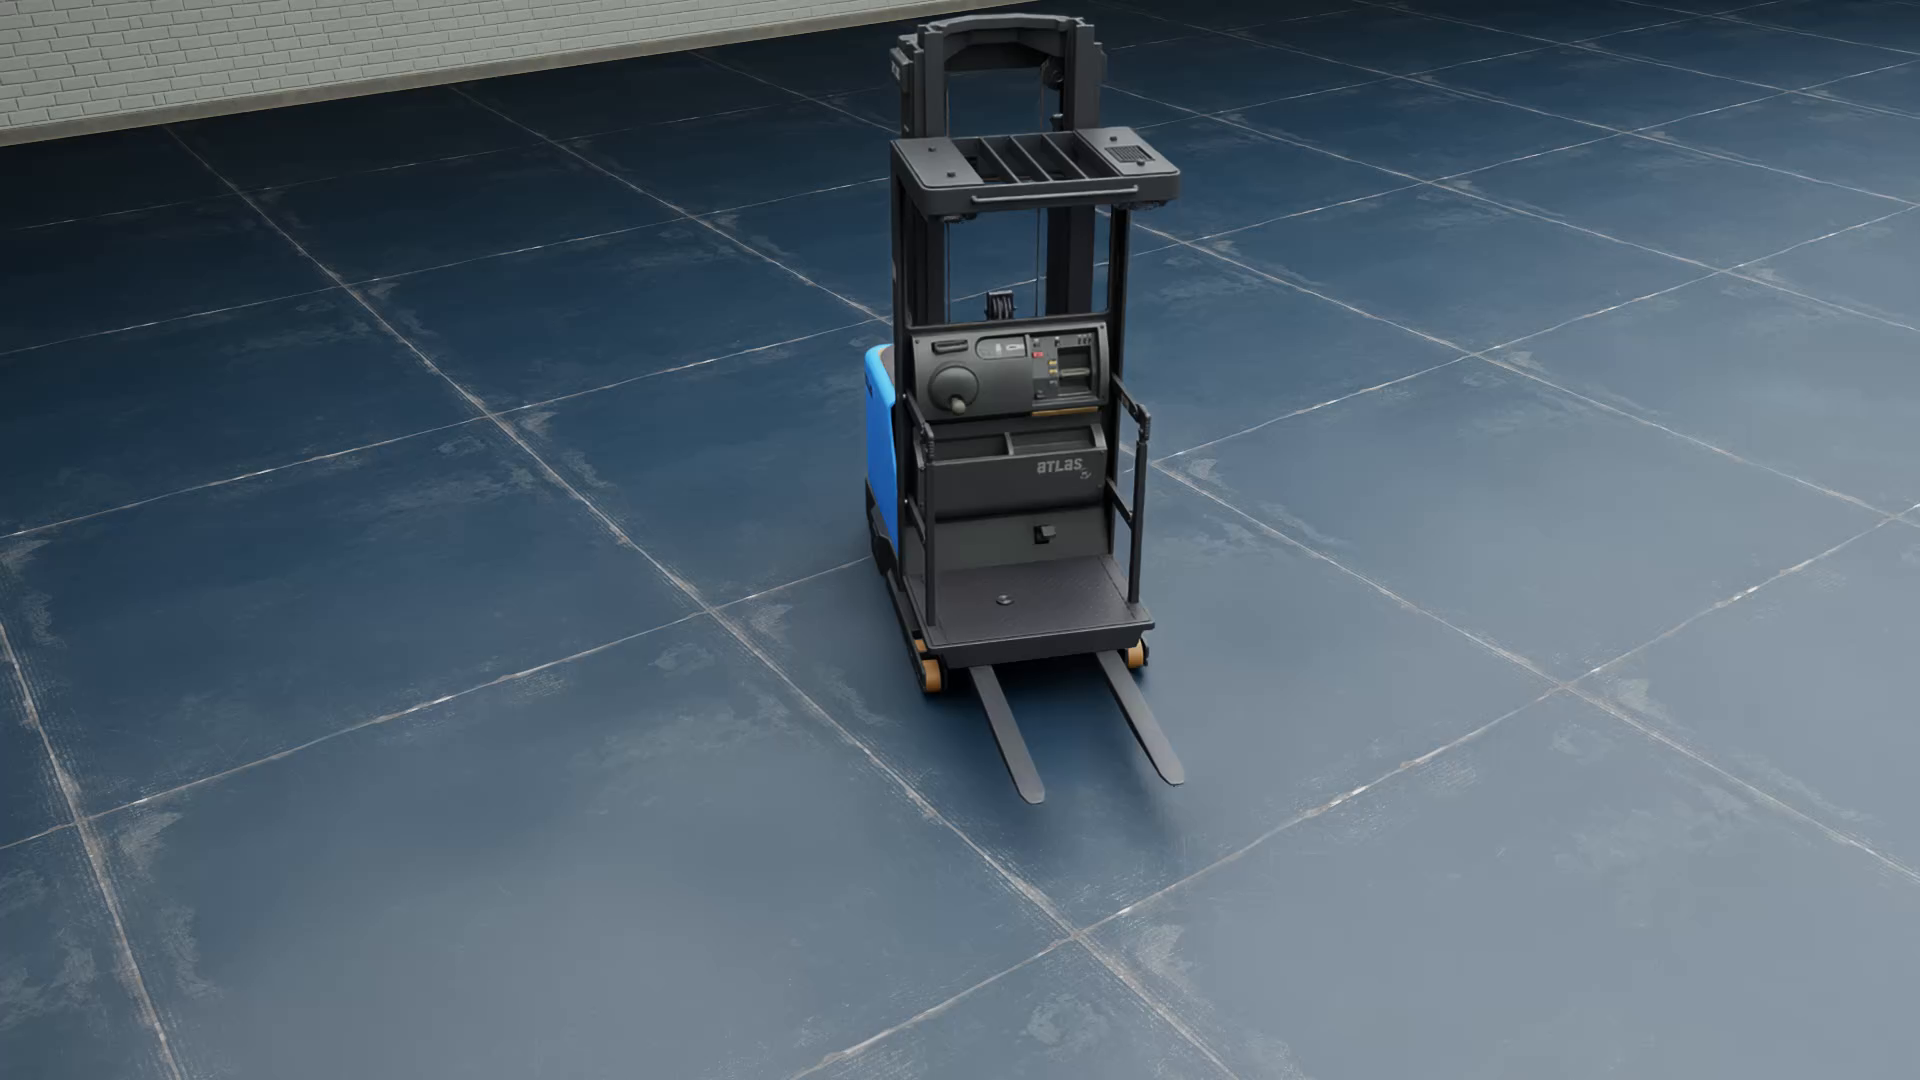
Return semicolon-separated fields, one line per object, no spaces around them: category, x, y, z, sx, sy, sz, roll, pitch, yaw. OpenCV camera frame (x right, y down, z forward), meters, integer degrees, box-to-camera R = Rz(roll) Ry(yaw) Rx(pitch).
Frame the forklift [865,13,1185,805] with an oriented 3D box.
forklift;0.288;-0.754;7.567;1.130;2.935;3.031;-6;29;-11
